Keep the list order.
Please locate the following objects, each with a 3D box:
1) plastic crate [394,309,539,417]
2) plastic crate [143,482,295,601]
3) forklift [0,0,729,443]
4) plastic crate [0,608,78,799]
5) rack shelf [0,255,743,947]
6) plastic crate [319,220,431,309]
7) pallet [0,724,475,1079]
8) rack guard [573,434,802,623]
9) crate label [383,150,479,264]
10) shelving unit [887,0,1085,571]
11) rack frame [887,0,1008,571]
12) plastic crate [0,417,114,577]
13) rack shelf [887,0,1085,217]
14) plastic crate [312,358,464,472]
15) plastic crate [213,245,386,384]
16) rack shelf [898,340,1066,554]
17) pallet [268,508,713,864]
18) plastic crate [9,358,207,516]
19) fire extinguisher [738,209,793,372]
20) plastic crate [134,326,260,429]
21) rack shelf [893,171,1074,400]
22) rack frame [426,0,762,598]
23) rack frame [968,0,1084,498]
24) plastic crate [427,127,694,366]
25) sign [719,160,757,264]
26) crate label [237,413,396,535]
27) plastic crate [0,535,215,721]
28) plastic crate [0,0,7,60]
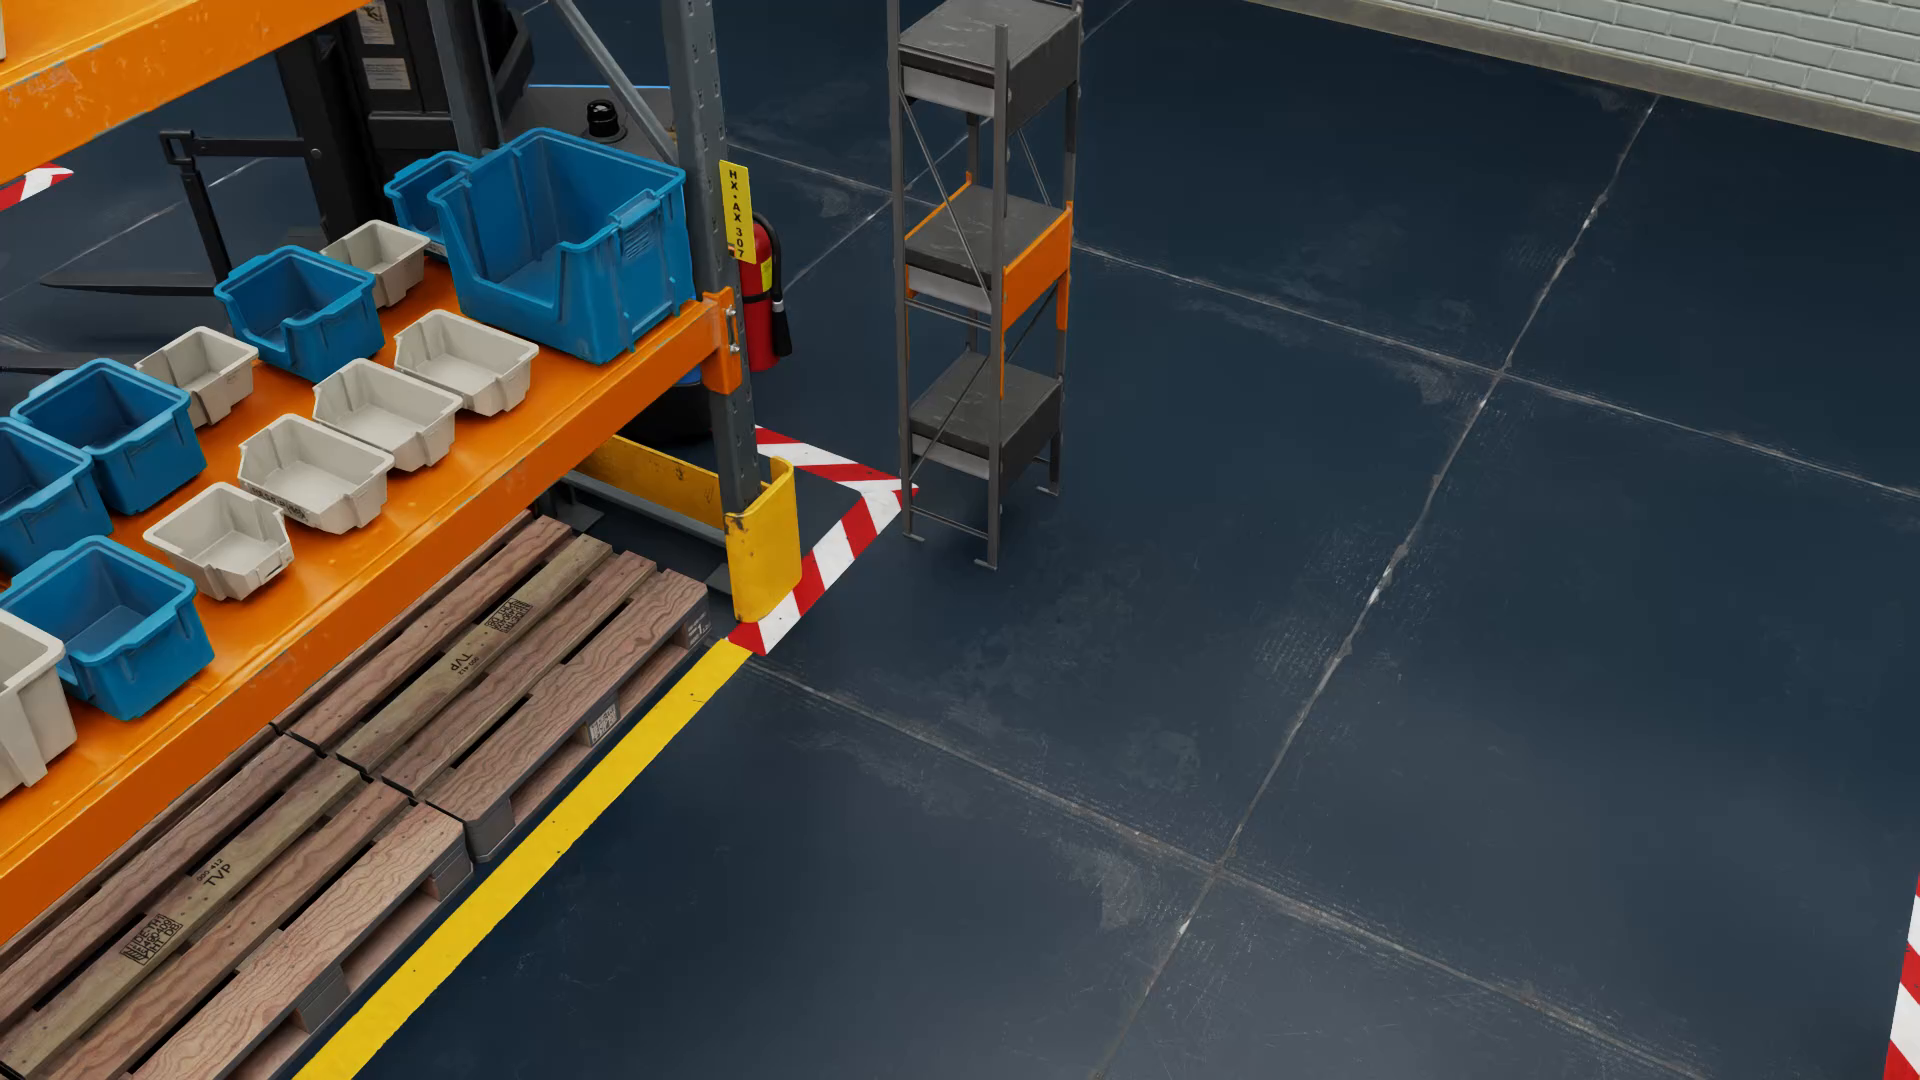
[{"bbox_3d":[-1.398,-0.485,4.685,0.396,0.136,0.243,21,45,22],"label":"plastic crate"},{"bbox_3d":[-1.806,0.019,4.113,0.298,0.136,0.250,21,45,22],"label":"plastic crate"},{"bbox_3d":[-2.468,-1.834,6.115,3.031,2.935,1.130,1,41,1],"label":"forklift"},{"bbox_3d":[-2.225,0.410,3.559,0.437,0.282,0.530,21,45,22],"label":"plastic crate"},{"bbox_3d":[-2.148,0.326,4.154,1.077,0.370,4.000,21,45,22],"label":"rack shelf"},{"bbox_3d":[-1.788,-0.823,5.069,0.250,0.136,0.298,21,45,22],"label":"plastic crate"},{"bbox_3d":[-2.205,1.113,4.826,1.003,0.211,1.213,21,45,22],"label":"pallet"},{"bbox_3d":[-1.146,-0.168,6.062,1.175,0.500,0.348,21,45,22],"label":"rack guard"},{"bbox_3d":[-1.556,-1.015,5.214,0.416,0.233,0.303,21,45,22],"label":"crate label"},{"bbox_3d":[0.083,-0.883,5.664,0.431,2.100,0.503,21,45,22],"label":"shelving unit"},{"bbox_3d":[-0.039,-0.743,5.505,0.400,2.100,0.015,21,45,22],"label":"rack frame"},{"bbox_3d":[-2.365,-0.090,4.164,0.416,0.233,0.300,21,45,22],"label":"plastic crate"},{"bbox_3d":[0.083,-1.398,5.210,0.431,0.518,0.480,21,45,22],"label":"rack shelf"},{"bbox_3d":[-1.556,-0.324,4.502,0.396,0.136,0.243,21,45,22],"label":"plastic crate"},{"bbox_3d":[-1.885,-0.639,4.787,0.416,0.233,0.300,21,45,22],"label":"plastic crate"},{"bbox_3d":[0.083,-0.347,6.135,0.431,0.518,0.480,21,45,22],"label":"rack shelf"},{"bbox_3d":[-1.593,0.418,5.616,1.003,0.211,1.213,21,45,22],"label":"pallet"},{"bbox_3d":[-2.215,-0.262,4.359,0.416,0.233,0.300,21,45,22],"label":"plastic crate"},{"bbox_3d":[-0.678,-0.855,5.292,0.296,0.674,0.183,21,45,22],"label":"fire extinguisher"},{"bbox_3d":[-2.127,-0.435,4.628,0.250,0.136,0.298,21,45,22],"label":"plastic crate"},{"bbox_3d":[0.083,-0.872,5.673,0.431,0.518,0.480,21,45,22],"label":"rack shelf"},{"bbox_3d":[-1.147,-1.088,5.216,1.000,3.000,0.127,21,45,22],"label":"rack frame"},{"bbox_3d":[0.205,-1.022,5.822,0.400,2.100,0.015,21,45,22],"label":"rack frame"},{"bbox_3d":[-1.153,-0.870,4.897,0.616,0.435,0.499,21,45,22],"label":"plastic crate"},{"bbox_3d":[-0.663,-0.977,4.966,0.100,0.325,0.005,21,45,22],"label":"sign"},{"bbox_3d":[-1.674,-0.156,4.312,0.396,0.136,0.243,21,45,22],"label":"crate label"},{"bbox_3d":[-1.953,0.212,3.821,0.416,0.233,0.300,21,45,22],"label":"plastic crate"},{"bbox_3d":[-1.966,-0.850,2.876,0.437,0.136,0.530,21,45,22],"label":"plastic crate"}]
